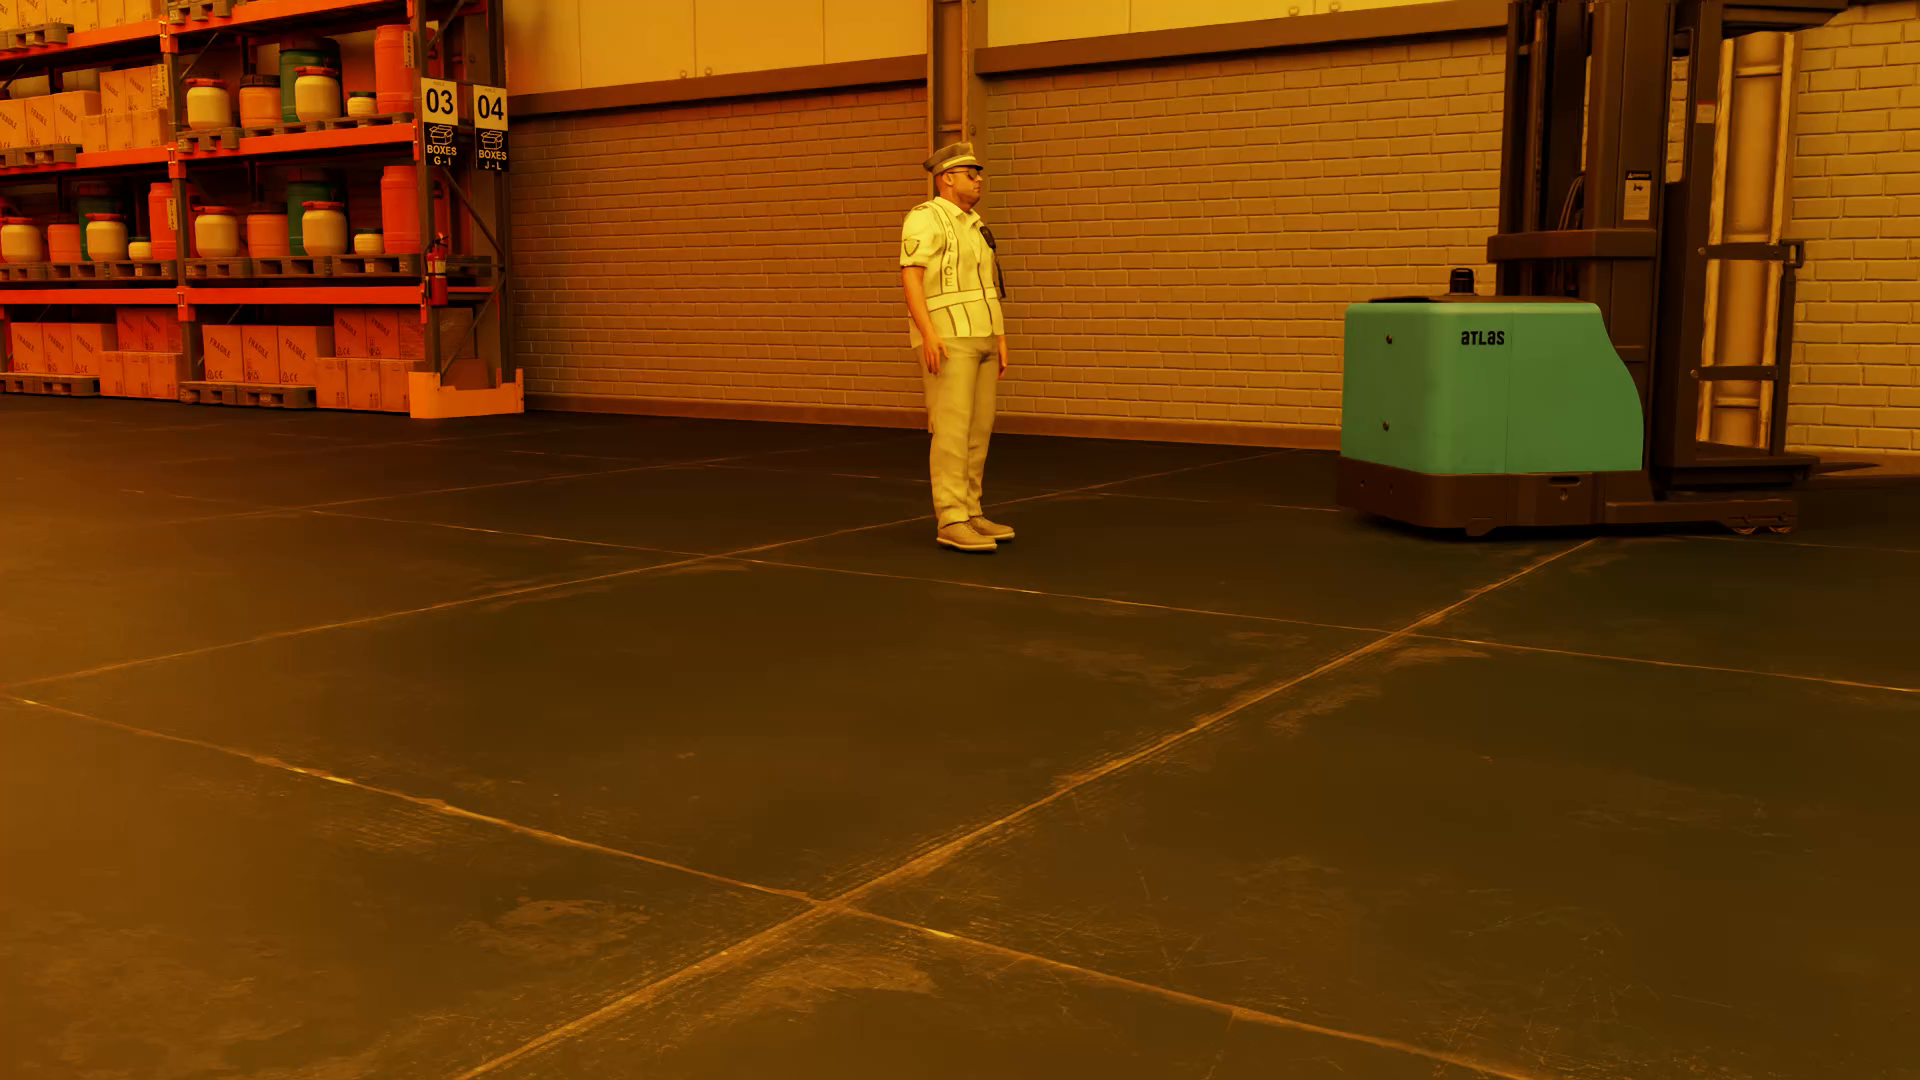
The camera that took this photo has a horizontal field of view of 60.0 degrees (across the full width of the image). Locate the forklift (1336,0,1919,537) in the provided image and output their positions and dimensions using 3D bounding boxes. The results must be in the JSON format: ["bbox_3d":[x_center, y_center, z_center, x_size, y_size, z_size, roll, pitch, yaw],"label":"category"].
[{"bbox_3d":[3.468,-1.547,8.070,3.031,2.935,1.130,-2,8,-12],"label":"forklift"}]

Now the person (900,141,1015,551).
[{"bbox_3d":[0.058,-0.881,7.424,0.574,1.777,0.640,5,10,34],"label":"person"}]
